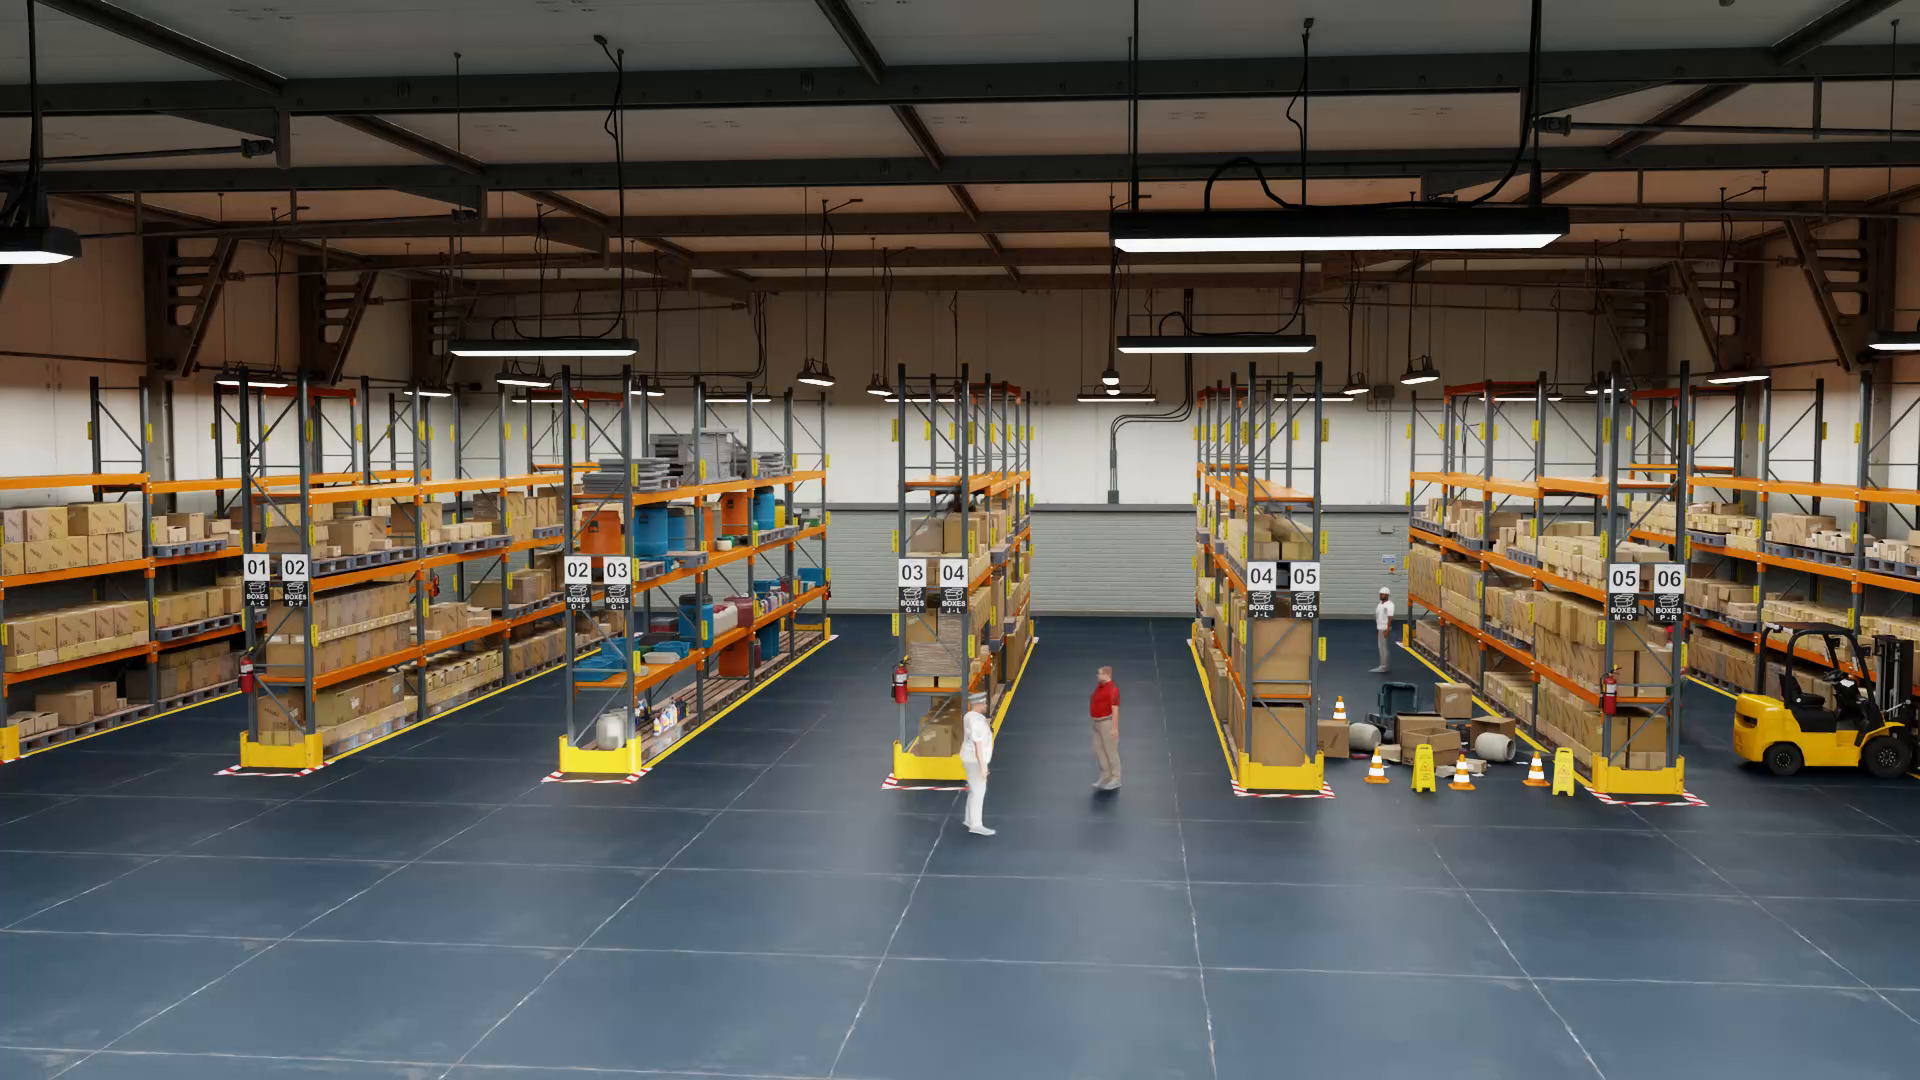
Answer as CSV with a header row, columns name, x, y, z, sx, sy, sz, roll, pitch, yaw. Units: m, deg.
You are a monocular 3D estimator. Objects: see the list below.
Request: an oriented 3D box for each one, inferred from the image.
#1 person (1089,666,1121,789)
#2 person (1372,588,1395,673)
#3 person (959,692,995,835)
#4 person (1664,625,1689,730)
name,x,y,z,sx,sy,sz,roll,pitch,yaw
person,2.041,2.649,23.427,0.407,1.768,0.674,-2,4,-26
person,8.901,1.883,34.978,0.449,1.769,0.629,1,4,13
person,0.205,2.829,20.881,0.401,1.852,0.640,-1,4,-10
person,11.909,2.316,27.854,0.620,1.816,0.542,0,4,0
